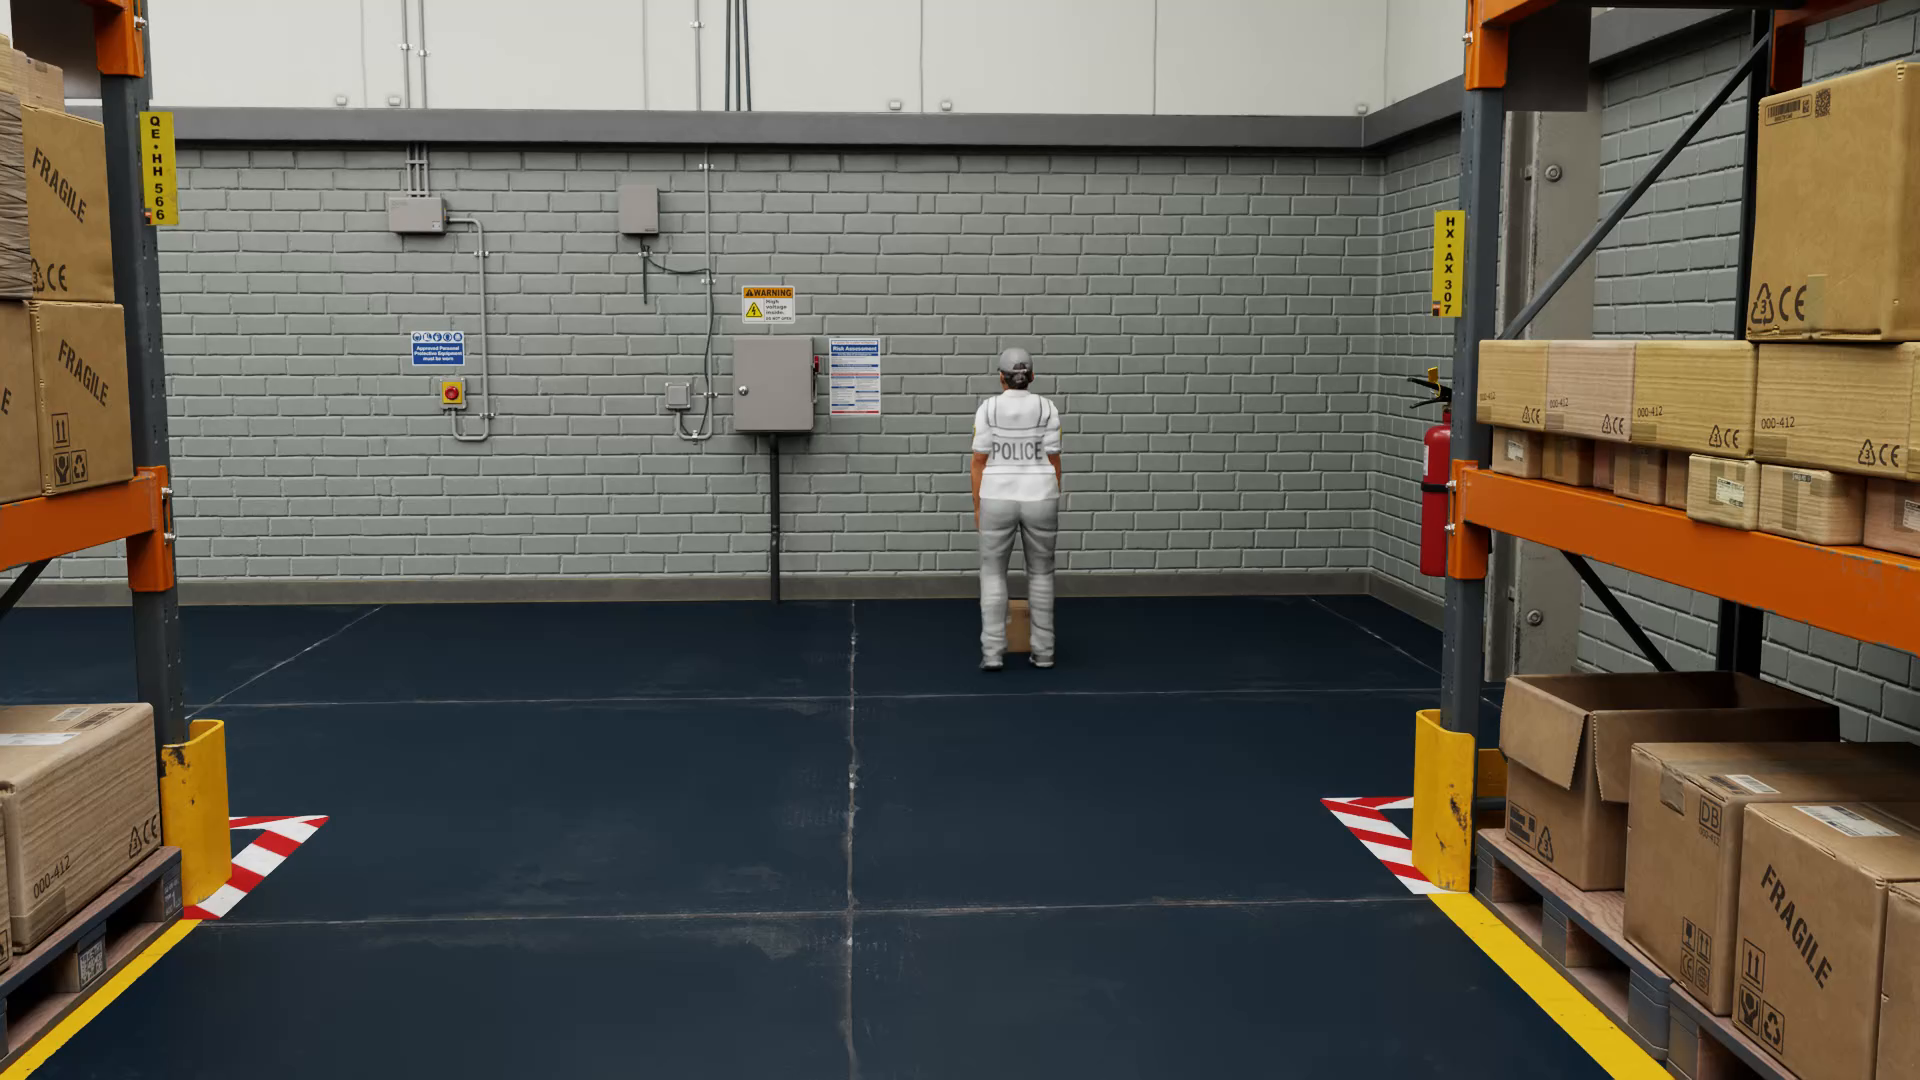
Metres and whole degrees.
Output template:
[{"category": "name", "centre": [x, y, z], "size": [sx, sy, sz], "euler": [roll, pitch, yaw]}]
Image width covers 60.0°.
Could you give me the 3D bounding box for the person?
[{"category": "person", "centre": [0.286, -0.146, 8.621], "size": [0.466, 1.696, 0.389], "euler": [0, 7, -2]}]
